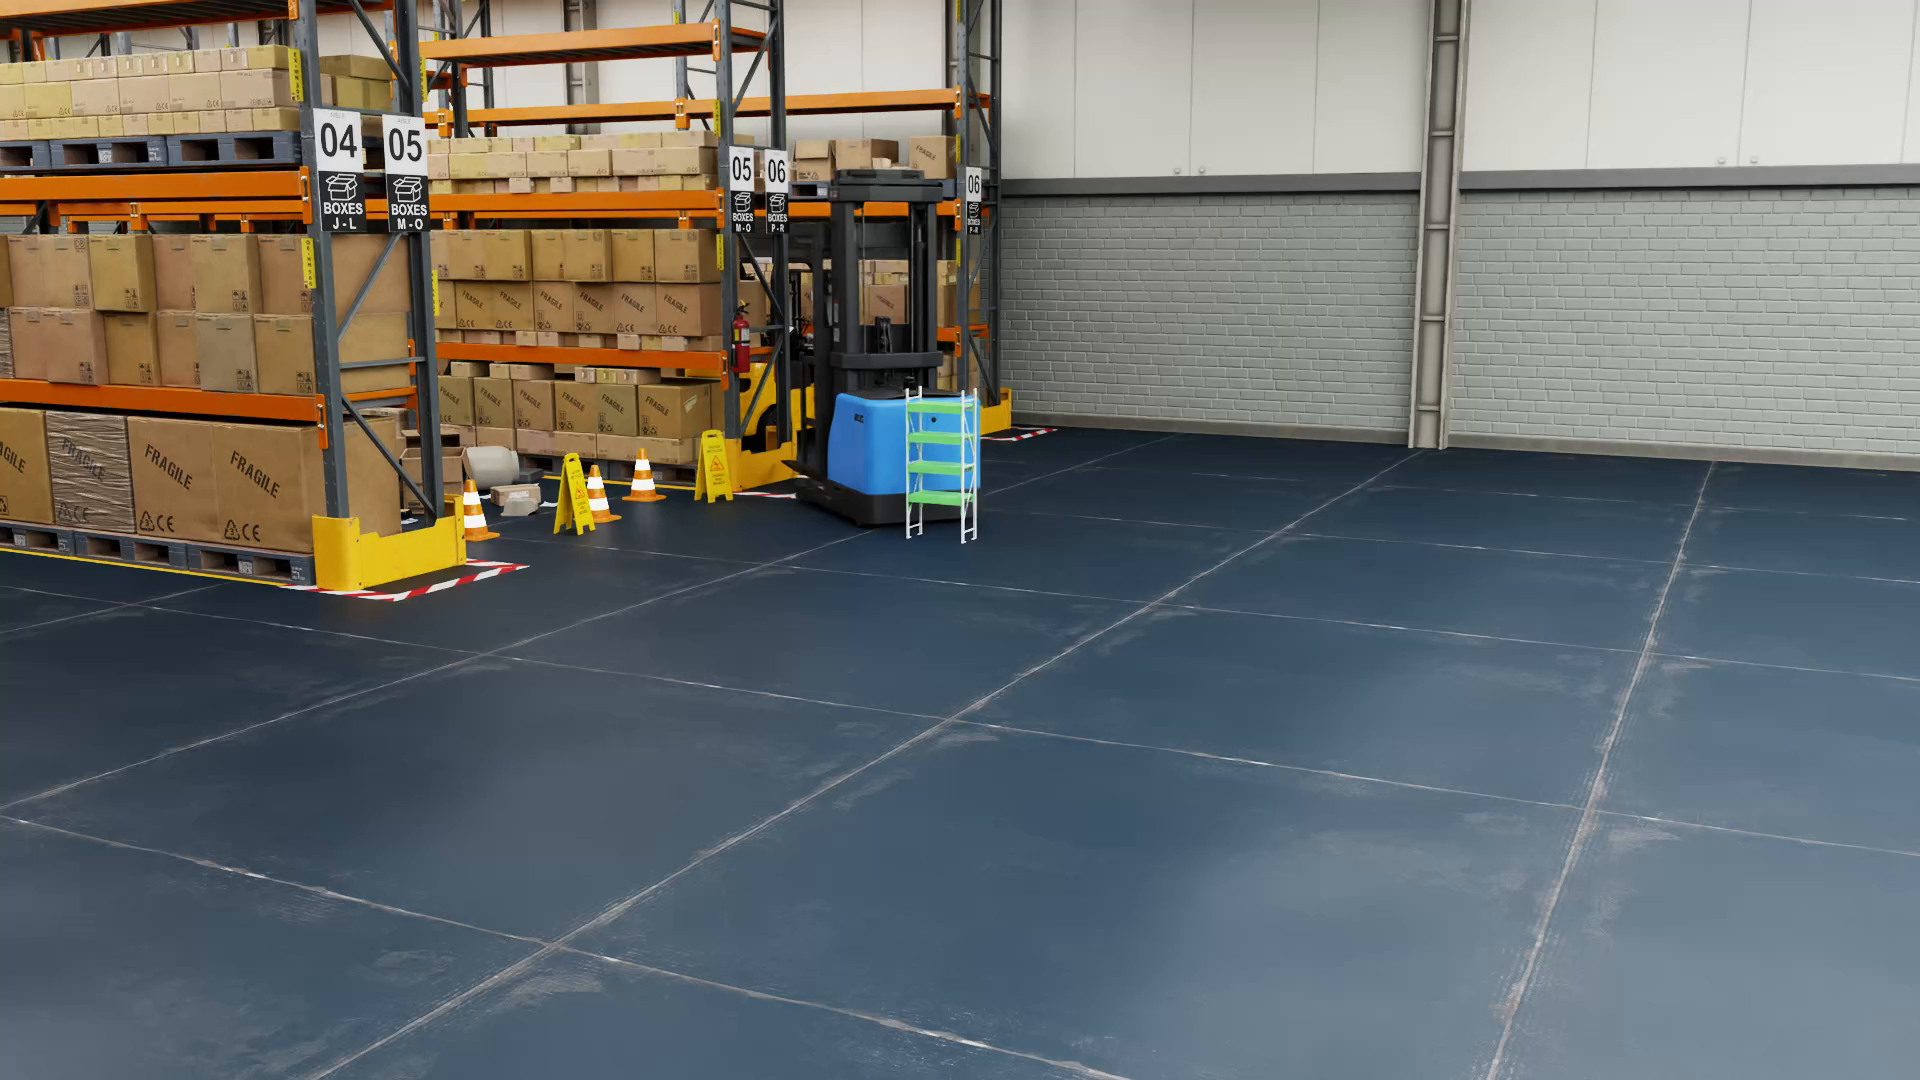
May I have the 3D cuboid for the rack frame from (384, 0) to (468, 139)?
[{"bbox_3d":[-5.544,-5.296,17.226,0.127,3.000,1.000,5,11,26],"label":"rack frame"}]

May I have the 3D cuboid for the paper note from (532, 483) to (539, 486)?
[{"bbox_3d":[-4.173,-0.537,16.113,0.148,0.019,0.142,1,10,6],"label":"paper note"}]

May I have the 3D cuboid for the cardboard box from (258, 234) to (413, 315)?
[{"bbox_3d":[-4.372,-1.871,11.693,0.550,0.550,0.875,5,11,26],"label":"cardboard box"}]

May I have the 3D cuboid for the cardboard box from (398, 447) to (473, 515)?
[{"bbox_3d":[-4.653,-0.535,14.771,0.637,0.503,0.797,-2,11,-14],"label":"cardboard box"}]

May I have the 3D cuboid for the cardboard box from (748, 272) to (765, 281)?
[{"bbox_3d":[-2.515,-3.371,21.331,0.250,0.149,0.380,5,12,27],"label":"cardboard box"}]

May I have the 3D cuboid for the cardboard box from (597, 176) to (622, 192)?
[{"bbox_3d":[-3.304,-3.448,16.143,0.250,0.149,0.380,5,11,25],"label":"cardboard box"}]

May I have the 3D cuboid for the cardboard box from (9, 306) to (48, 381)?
[{"bbox_3d":[-6.805,-1.553,12.965,0.550,0.550,0.875,5,11,26],"label":"cardboard box"}]

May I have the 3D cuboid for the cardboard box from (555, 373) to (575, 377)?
[{"bbox_3d":[-3.980,-1.483,17.439,0.500,0.500,0.500,6,12,29],"label":"cardboard box"}]

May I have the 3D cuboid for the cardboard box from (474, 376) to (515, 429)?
[{"bbox_3d":[-4.649,-1.437,17.183,0.500,0.500,0.500,6,12,28],"label":"cardboard box"}]

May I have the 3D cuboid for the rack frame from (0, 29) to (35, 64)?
[{"bbox_3d":[-7.644,-4.498,12.814,0.127,3.000,1.000,5,11,26],"label":"rack frame"}]

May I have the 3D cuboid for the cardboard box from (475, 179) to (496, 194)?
[{"bbox_3d":[-4.685,-3.575,16.845,0.250,0.149,0.380,5,12,28],"label":"cardboard box"}]

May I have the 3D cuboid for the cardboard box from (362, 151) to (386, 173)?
[{"bbox_3d":[-6.132,-3.976,17.595,0.500,0.250,0.500,5,11,25],"label":"cardboard box"}]

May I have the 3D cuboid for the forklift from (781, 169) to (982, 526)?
[{"bbox_3d":[-0.852,-1.778,14.824,1.130,2.935,3.031,-4,11,-22],"label":"forklift"}]

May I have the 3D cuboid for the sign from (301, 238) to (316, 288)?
[{"bbox_3d":[-4.309,-1.831,11.009,0.005,0.325,0.100,5,11,26],"label":"sign"}]

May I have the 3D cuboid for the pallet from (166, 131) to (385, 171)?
[{"bbox_3d":[-4.727,-2.720,11.661,1.213,0.211,1.003,5,11,26],"label":"pallet"}]

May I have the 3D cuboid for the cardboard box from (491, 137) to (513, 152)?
[{"bbox_3d":[-4.459,-3.937,16.607,0.250,0.149,0.380,5,11,24],"label":"cardboard box"}]

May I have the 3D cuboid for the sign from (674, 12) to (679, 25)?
[{"bbox_3d":[-3.581,-6.500,21.033,0.005,0.325,0.100,5,11,26],"label":"sign"}]

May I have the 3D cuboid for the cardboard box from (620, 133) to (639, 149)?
[{"bbox_3d":[-3.047,-3.825,15.986,0.250,0.149,0.380,5,11,26],"label":"cardboard box"}]

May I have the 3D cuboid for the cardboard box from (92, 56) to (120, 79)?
[{"bbox_3d":[-5.877,-3.324,11.755,0.250,0.149,0.380,5,11,26],"label":"cardboard box"}]

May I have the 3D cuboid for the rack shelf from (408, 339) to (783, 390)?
[{"bbox_3d":[-3.751,-1.833,16.953,4.000,0.370,1.077,5,11,26],"label":"rack shelf"}]

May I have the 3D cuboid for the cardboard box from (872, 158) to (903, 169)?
[{"bbox_3d":[-0.869,-4.525,20.302,0.258,0.266,0.396,5,11,26],"label":"cardboard box"}]

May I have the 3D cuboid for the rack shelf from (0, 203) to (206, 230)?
[{"bbox_3d":[-10.925,-3.939,20.169,4.000,0.370,1.077,5,11,26],"label":"rack shelf"}]

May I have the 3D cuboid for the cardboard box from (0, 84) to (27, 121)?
[{"bbox_3d":[-6.876,-3.227,12.343,0.500,0.250,0.500,5,11,25],"label":"cardboard box"}]

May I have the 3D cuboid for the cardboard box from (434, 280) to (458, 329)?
[{"bbox_3d":[-5.273,-2.461,17.287,0.500,0.500,0.500,5,11,26],"label":"cardboard box"}]

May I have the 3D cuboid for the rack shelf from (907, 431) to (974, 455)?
[{"bbox_3d":[-0.148,-0.777,13.164,0.480,0.148,0.258,5,11,26],"label":"rack shelf"}]

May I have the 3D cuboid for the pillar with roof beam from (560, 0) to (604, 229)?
[{"bbox_3d":[-7.275,-5.758,19.778,0.400,9.000,9.100,5,11,26],"label":"pillar with roof beam"}]

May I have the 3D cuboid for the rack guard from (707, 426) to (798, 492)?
[{"bbox_3d":[-2.025,-0.805,16.274,0.348,0.500,1.175,5,11,26],"label":"rack guard"}]

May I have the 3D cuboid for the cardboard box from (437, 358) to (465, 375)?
[{"bbox_3d":[-7.413,-2.428,24.063,0.500,0.500,0.500,5,12,27],"label":"cardboard box"}]

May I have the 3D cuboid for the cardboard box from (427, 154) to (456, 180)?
[{"bbox_3d":[-5.271,-3.814,17.047,0.500,0.250,0.500,5,11,25],"label":"cardboard box"}]

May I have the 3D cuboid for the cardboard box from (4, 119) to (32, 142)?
[{"bbox_3d":[-6.787,-3.011,12.268,0.250,0.149,0.380,5,11,25],"label":"cardboard box"}]

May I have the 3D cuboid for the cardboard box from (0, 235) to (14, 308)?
[{"bbox_3d":[-7.328,-2.116,13.047,0.550,0.550,0.875,5,11,26],"label":"cardboard box"}]

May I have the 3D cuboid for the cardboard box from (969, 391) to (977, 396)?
[{"bbox_3d":[-0.118,-1.746,20.994,0.500,0.250,0.500,5,11,26],"label":"cardboard box"}]

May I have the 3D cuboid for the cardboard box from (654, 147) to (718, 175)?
[{"bbox_3d":[-2.535,-3.575,15.723,0.500,0.250,0.500,5,11,25],"label":"cardboard box"}]

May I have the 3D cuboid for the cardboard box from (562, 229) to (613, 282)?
[{"bbox_3d":[-3.465,-2.787,16.282,0.500,0.500,0.700,5,11,25],"label":"cardboard box"}]

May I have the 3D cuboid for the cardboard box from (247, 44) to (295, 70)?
[{"bbox_3d":[-4.509,-3.203,11.091,0.250,0.149,0.380,5,11,26],"label":"cardboard box"}]

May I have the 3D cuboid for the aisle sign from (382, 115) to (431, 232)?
[{"bbox_3d":[-3.860,-2.552,11.609,0.004,0.787,0.394,5,11,26],"label":"aisle sign"}]

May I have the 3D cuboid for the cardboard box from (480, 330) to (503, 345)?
[{"bbox_3d":[-4.696,-2.092,17.071,0.250,0.149,0.380,5,12,28],"label":"cardboard box"}]

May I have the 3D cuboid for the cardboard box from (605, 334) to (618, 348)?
[{"bbox_3d":[-3.296,-1.985,16.479,0.250,0.149,0.380,5,11,27],"label":"cardboard box"}]

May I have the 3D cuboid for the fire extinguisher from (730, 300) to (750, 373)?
[{"bbox_3d":[-2.058,-1.908,15.569,0.183,0.674,0.296,5,11,26],"label":"fire extinguisher"}]

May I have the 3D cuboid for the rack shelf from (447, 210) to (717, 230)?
[{"bbox_3d":[-5.145,-4.417,22.810,4.000,0.370,1.077,5,11,26],"label":"rack shelf"}]

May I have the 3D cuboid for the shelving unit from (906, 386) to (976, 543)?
[{"bbox_3d":[-0.148,-0.603,13.195,0.503,1.200,0.258,5,11,26],"label":"shelving unit"}]

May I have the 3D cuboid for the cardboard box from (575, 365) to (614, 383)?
[{"bbox_3d":[-3.610,-1.652,16.549,0.250,0.149,0.380,6,12,28],"label":"cardboard box"}]

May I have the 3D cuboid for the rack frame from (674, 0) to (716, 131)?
[{"bbox_3d":[-3.351,-6.089,21.608,0.127,3.000,1.000,5,11,26],"label":"rack frame"}]

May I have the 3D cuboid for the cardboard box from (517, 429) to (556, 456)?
[{"bbox_3d":[-4.174,-1.027,17.021,0.500,0.250,0.500,5,11,25],"label":"cardboard box"}]

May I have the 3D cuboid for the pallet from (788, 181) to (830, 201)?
[{"bbox_3d":[-1.485,-4.410,21.002,1.213,0.211,1.003,5,11,26],"label":"pallet"}]

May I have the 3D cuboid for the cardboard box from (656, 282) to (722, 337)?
[{"bbox_3d":[-2.566,-2.223,15.976,0.500,0.500,0.500,5,11,25],"label":"cardboard box"}]

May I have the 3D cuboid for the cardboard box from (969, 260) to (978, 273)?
[{"bbox_3d":[0.029,-3.397,20.642,0.250,0.149,0.380,5,11,25],"label":"cardboard box"}]

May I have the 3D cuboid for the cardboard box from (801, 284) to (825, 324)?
[{"bbox_3d":[-1.698,-2.989,21.040,0.500,0.500,0.500,5,11,26],"label":"cardboard box"}]

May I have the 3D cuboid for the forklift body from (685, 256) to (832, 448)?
[{"bbox_3d":[-2.272,-2.262,19.692,1.214,2.155,2.313,5,11,26],"label":"forklift body"}]

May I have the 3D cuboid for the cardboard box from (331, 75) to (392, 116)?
[{"bbox_3d":[-4.376,-3.114,11.716,0.500,0.250,0.500,5,11,26],"label":"cardboard box"}]

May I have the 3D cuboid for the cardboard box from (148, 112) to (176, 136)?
[{"bbox_3d":[-5.418,-2.891,11.604,0.250,0.149,0.380,5,11,25],"label":"cardboard box"}]

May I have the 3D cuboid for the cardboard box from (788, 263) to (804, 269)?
[{"bbox_3d":[-2.006,-3.491,21.157,0.250,0.149,0.380,5,11,26],"label":"cardboard box"}]
